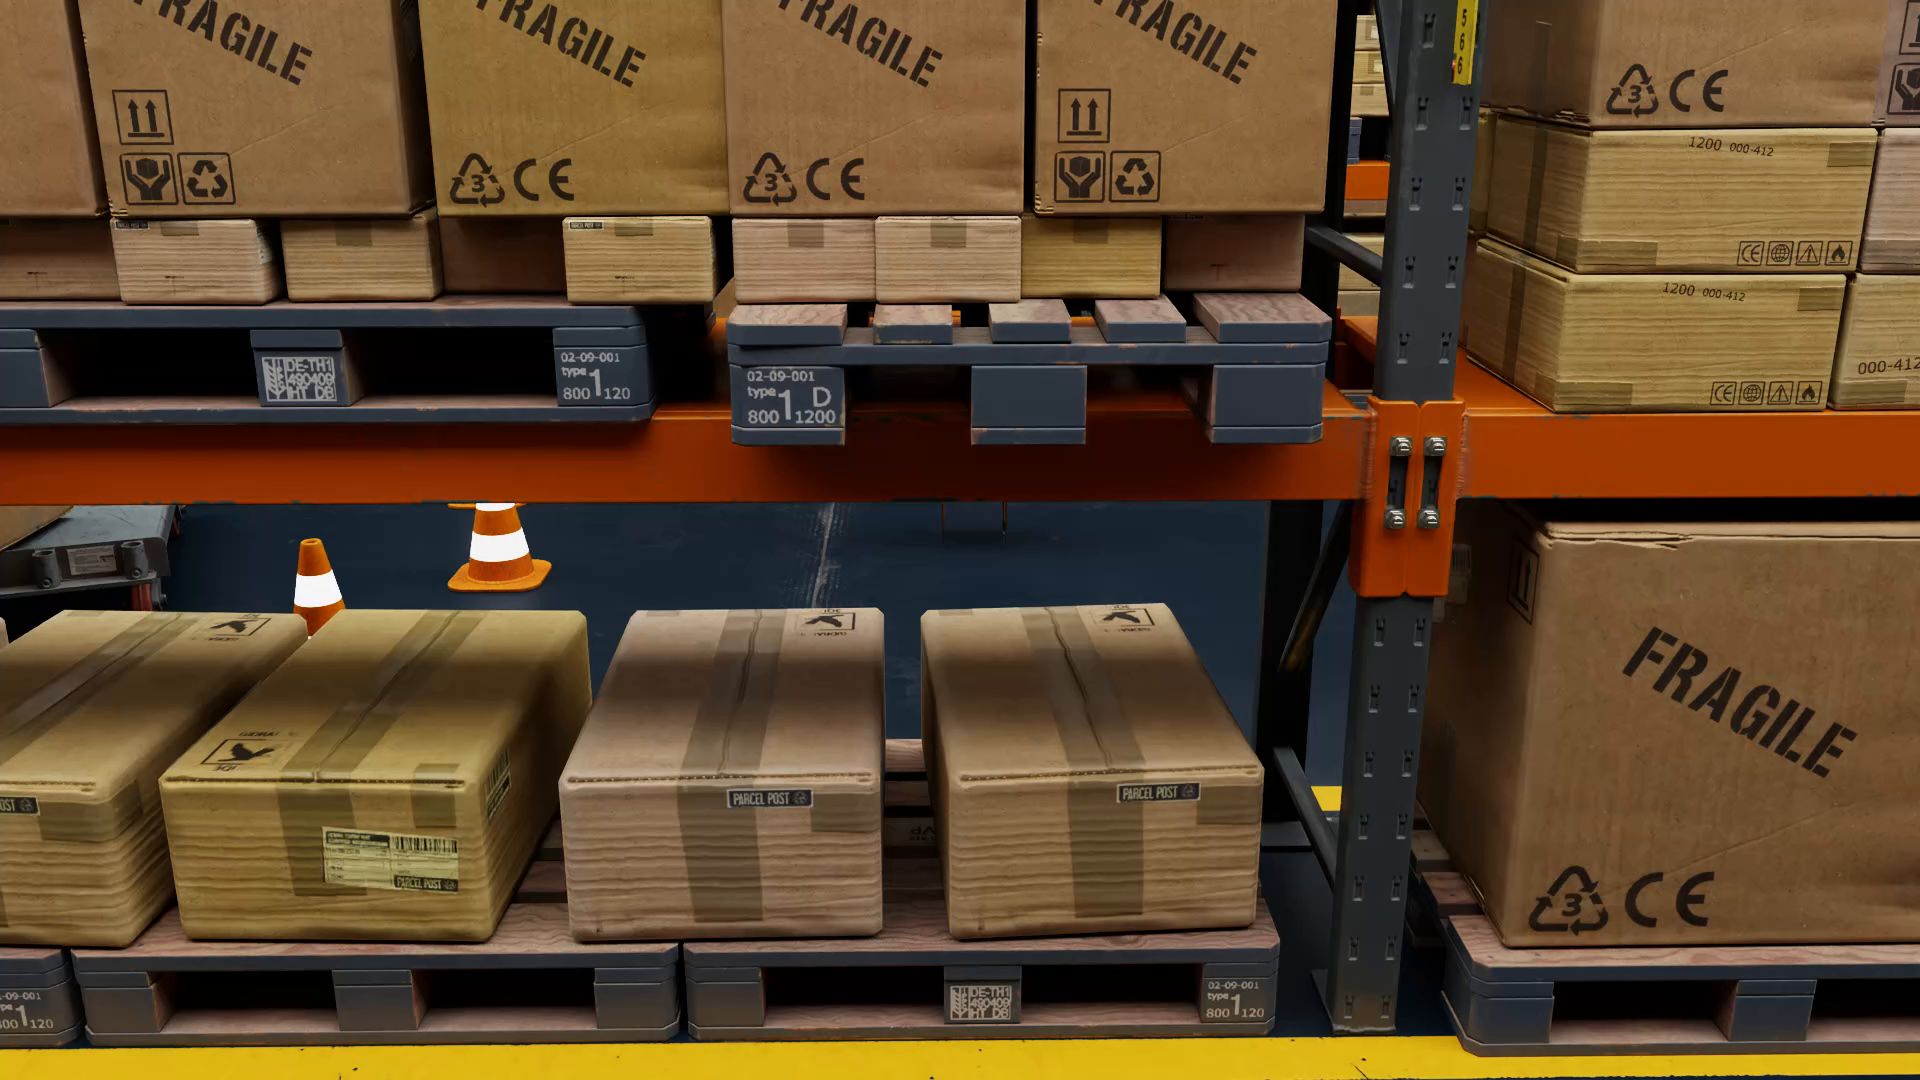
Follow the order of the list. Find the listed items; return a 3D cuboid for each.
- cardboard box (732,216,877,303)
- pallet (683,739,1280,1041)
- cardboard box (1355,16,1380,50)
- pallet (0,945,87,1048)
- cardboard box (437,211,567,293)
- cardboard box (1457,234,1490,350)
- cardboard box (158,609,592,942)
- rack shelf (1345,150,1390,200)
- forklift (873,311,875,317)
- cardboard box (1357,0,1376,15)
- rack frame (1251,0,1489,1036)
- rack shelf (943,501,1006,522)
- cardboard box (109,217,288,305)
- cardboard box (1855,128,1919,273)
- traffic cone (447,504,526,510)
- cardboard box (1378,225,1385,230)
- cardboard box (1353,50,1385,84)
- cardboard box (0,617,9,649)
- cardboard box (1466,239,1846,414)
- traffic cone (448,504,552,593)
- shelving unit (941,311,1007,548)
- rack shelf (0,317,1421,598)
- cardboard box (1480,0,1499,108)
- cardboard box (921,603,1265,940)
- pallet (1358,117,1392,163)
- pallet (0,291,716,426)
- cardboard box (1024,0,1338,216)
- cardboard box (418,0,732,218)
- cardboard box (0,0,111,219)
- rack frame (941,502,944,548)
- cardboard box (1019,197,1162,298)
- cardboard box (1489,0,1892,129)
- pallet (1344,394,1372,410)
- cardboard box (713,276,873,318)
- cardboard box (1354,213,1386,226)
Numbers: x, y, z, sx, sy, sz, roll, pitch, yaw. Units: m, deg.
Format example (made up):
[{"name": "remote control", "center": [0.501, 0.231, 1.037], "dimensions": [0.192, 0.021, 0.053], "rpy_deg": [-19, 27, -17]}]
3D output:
[{"name": "cardboard box", "center": [-0.276, -0.539, 3.041], "dimensions": [0.250, 0.149, 0.380], "rpy_deg": [-1, 18, -3]}, {"name": "pallet", "center": [0.036, 0.762, 3.827], "dimensions": [1.213, 0.211, 1.003], "rpy_deg": [0, 18, -1]}, {"name": "cardboard box", "center": [1.882, -2.390, 7.838], "dimensions": [0.250, 0.149, 0.380], "rpy_deg": [-1, 18, -3]}, {"name": "pallet", "center": [-2.403, 0.774, 3.790], "dimensions": [1.213, 0.211, 1.003], "rpy_deg": [0, 18, -1]}, {"name": "cardboard box", "center": [-0.804, -0.571, 3.140], "dimensions": [0.250, 0.149, 0.380], "rpy_deg": [0, 18, 0]}, {"name": "cardboard box", "center": [1.319, -0.579, 3.689], "dimensions": [0.500, 0.250, 0.500], "rpy_deg": [-1, 18, -3]}, {"name": "cardboard box", "center": [-1.243, 0.490, 3.725], "dimensions": [0.625, 0.372, 0.950], "rpy_deg": [0, 18, 1]}, {"name": "rack shelf", "center": [2.638, -1.748, 8.262], "dimensions": [4.000, 0.370, 1.077], "rpy_deg": [0, 18, -1]}, {"name": "forklift", "center": [-1.656, -2.884, 10.740], "dimensions": [3.031, 2.935, 1.130], "rpy_deg": [6, 19, 17]}, {"name": "cardboard box", "center": [3.336, -4.135, 12.721], "dimensions": [0.637, 0.503, 0.797], "rpy_deg": [0, 18, 0]}, {"name": "rack frame", "center": [0.818, -0.569, 3.411], "dimensions": [0.127, 3.000, 1.000], "rpy_deg": [0, 18, -1]}, {"name": "rack shelf", "center": [0.053, -0.225, 6.476], "dimensions": [0.240, 0.259, 0.215], "rpy_deg": [0, 18, -1]}, {"name": "cardboard box", "center": [-1.321, -0.534, 3.026], "dimensions": [0.250, 0.149, 0.380], "rpy_deg": [0, 18, 1]}, {"name": "cardboard box", "center": [1.845, -0.665, 3.137], "dimensions": [0.500, 0.250, 0.500], "rpy_deg": [0, 18, 0]}, {"name": "traffic cone", "center": [-1.996, -0.399, 7.032], "dimensions": [0.334, 0.463, 0.336], "rpy_deg": [0, 18, -1]}, {"name": "cardboard box", "center": [2.334, -1.378, 8.108], "dimensions": [0.500, 0.250, 0.500], "rpy_deg": [0, 18, 0]}, {"name": "cardboard box", "center": [1.915, -2.249, 7.885], "dimensions": [0.250, 0.149, 0.380], "rpy_deg": [0, 18, -1]}, {"name": "cardboard box", "center": [-2.657, 0.498, 3.698], "dimensions": [0.625, 0.372, 0.950], "rpy_deg": [0, 18, 0]}, {"name": "cardboard box", "center": [1.311, -0.423, 3.202], "dimensions": [0.500, 0.250, 0.500], "rpy_deg": [-1, 18, -2]}, {"name": "traffic cone", "center": [-1.690, -0.082, 6.046], "dimensions": [0.334, 0.463, 0.336], "rpy_deg": [0, 18, -1]}, {"name": "shelving unit", "center": [0.053, -0.500, 6.388], "dimensions": [0.252, 1.050, 0.215], "rpy_deg": [0, 18, -1]}, {"name": "rack shelf", "center": [-1.182, -0.217, 3.491], "dimensions": [4.000, 0.370, 1.077], "rpy_deg": [0, 18, -1]}, {"name": "cardboard box", "center": [1.331, -1.175, 3.500], "dimensions": [0.500, 0.500, 0.500], "rpy_deg": [-1, 18, -2]}, {"name": "cardboard box", "center": [0.253, 0.482, 3.749], "dimensions": [0.625, 0.372, 0.950], "rpy_deg": [-1, 18, -5]}, {"name": "pallet", "center": [2.617, -2.011, 8.220], "dimensions": [1.213, 0.211, 1.003], "rpy_deg": [0, 18, -1]}, {"name": "pallet", "center": [-1.161, -0.456, 3.372], "dimensions": [1.213, 0.211, 1.003], "rpy_deg": [0, 18, -1]}, {"name": "cardboard box", "center": [0.368, -0.871, 3.015], "dimensions": [0.500, 0.500, 0.500], "rpy_deg": [-1, 18, -2]}, {"name": "cardboard box", "center": [-0.654, -0.863, 2.988], "dimensions": [0.500, 0.500, 0.500], "rpy_deg": [-1, 18, -5]}, {"name": "cardboard box", "center": [-1.713, -0.855, 2.963], "dimensions": [0.500, 0.500, 0.500], "rpy_deg": [0, 18, -1]}, {"name": "rack frame", "center": [-0.068, -0.500, 6.386], "dimensions": [0.008, 1.050, 0.200], "rpy_deg": [0, 18, -1]}, {"name": "cardboard box", "center": [0.227, -0.553, 3.083], "dimensions": [0.250, 0.149, 0.380], "rpy_deg": [0, 18, 0]}, {"name": "cardboard box", "center": [1.315, -1.021, 3.018], "dimensions": [0.500, 0.500, 0.500], "rpy_deg": [-1, 18, -3]}, {"name": "pallet", "center": [1.420, -0.756, 8.559], "dimensions": [1.213, 0.211, 1.003], "rpy_deg": [0, 18, -1]}, {"name": "cardboard box", "center": [-0.846, -1.229, 8.462], "dimensions": [0.750, 0.750, 1.050], "rpy_deg": [0, 18, 0]}, {"name": "cardboard box", "center": [2.331, -1.534, 8.596], "dimensions": [0.500, 0.250, 0.500], "rpy_deg": [0, 18, 0]}]
